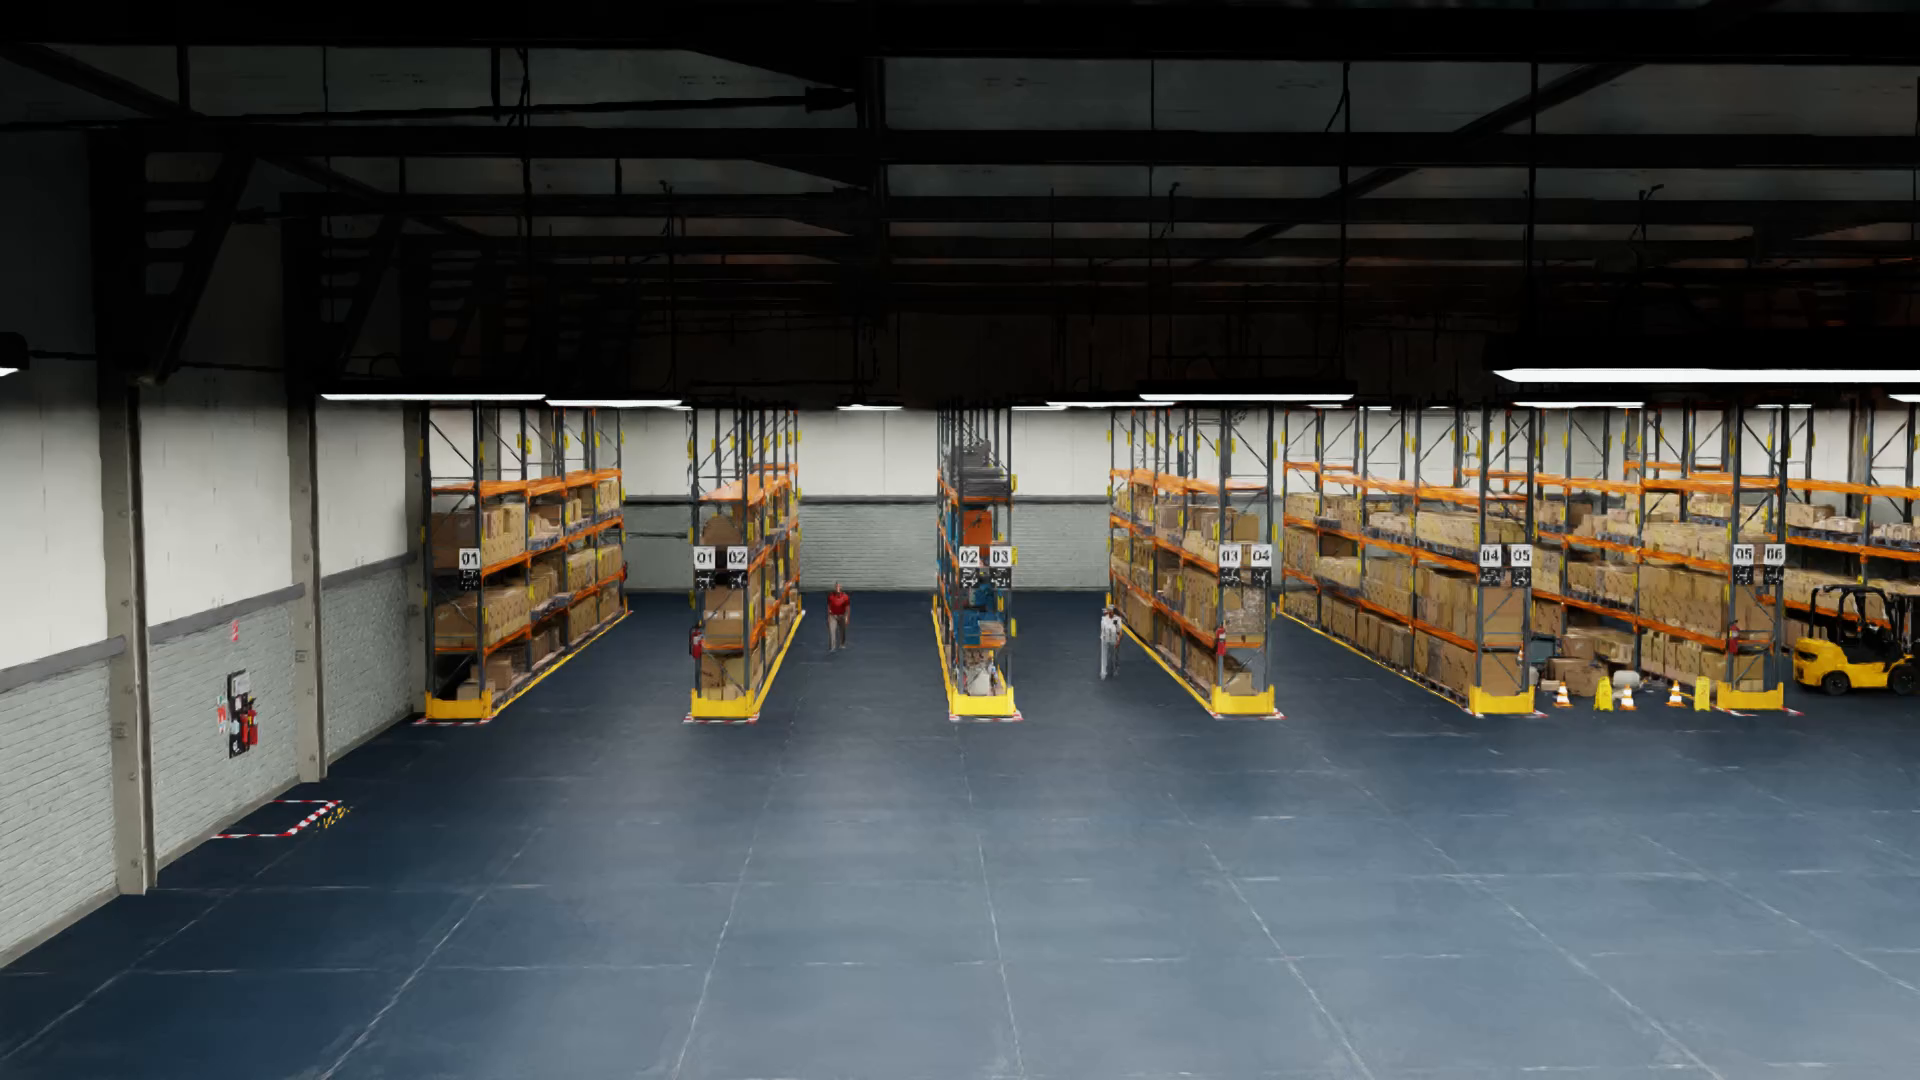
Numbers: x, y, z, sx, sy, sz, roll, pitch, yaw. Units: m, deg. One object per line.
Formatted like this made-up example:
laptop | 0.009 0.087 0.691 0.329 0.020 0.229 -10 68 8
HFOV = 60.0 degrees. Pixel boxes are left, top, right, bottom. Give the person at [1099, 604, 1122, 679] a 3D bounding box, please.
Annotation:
person | 3.238 2.163 35.594 0.479 1.587 0.985 1 4 7

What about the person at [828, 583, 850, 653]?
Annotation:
person | -2.880 1.830 39.547 0.540 1.646 1.120 0 4 -4
